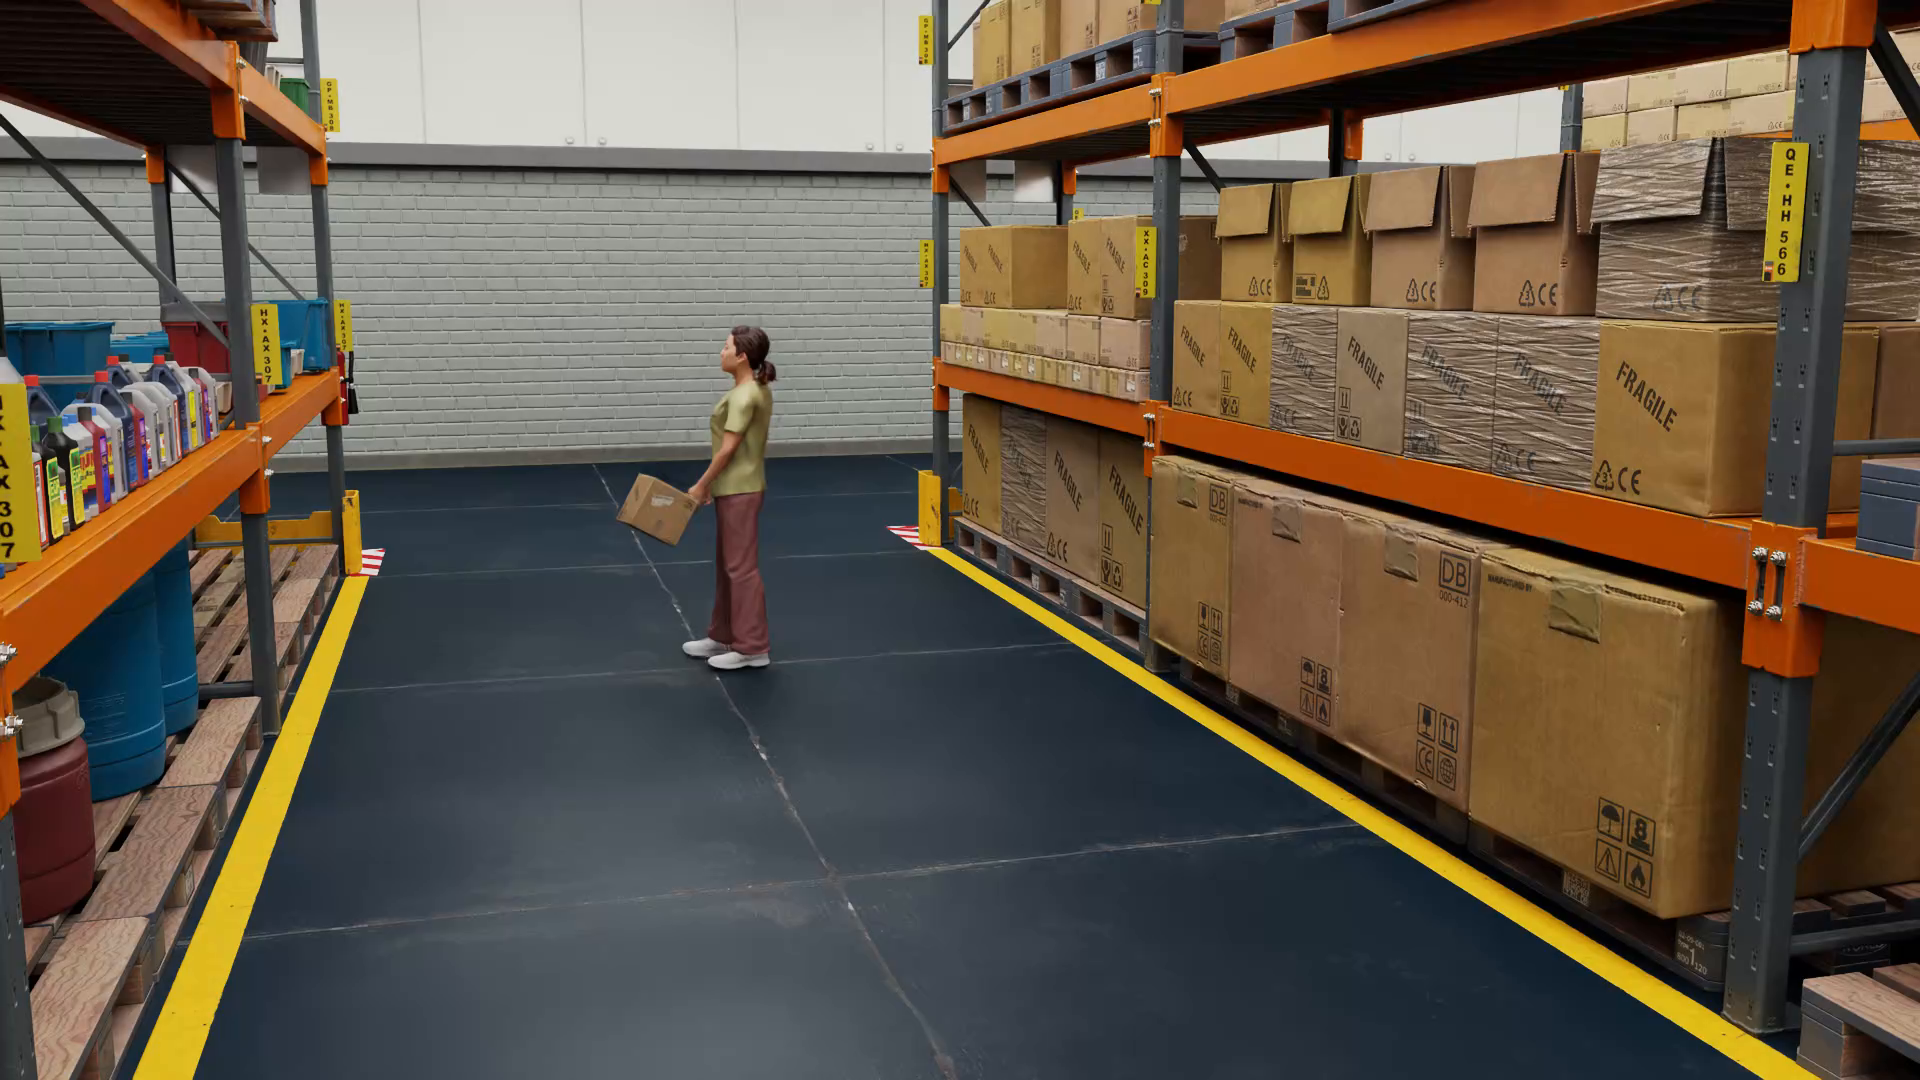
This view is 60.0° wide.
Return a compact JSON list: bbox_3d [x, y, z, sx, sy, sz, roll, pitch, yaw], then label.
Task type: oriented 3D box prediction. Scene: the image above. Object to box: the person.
[{"bbox_3d":[-1.146,-0.209,8.130,0.546,1.671,0.472,1,9,3],"label":"person"}]
